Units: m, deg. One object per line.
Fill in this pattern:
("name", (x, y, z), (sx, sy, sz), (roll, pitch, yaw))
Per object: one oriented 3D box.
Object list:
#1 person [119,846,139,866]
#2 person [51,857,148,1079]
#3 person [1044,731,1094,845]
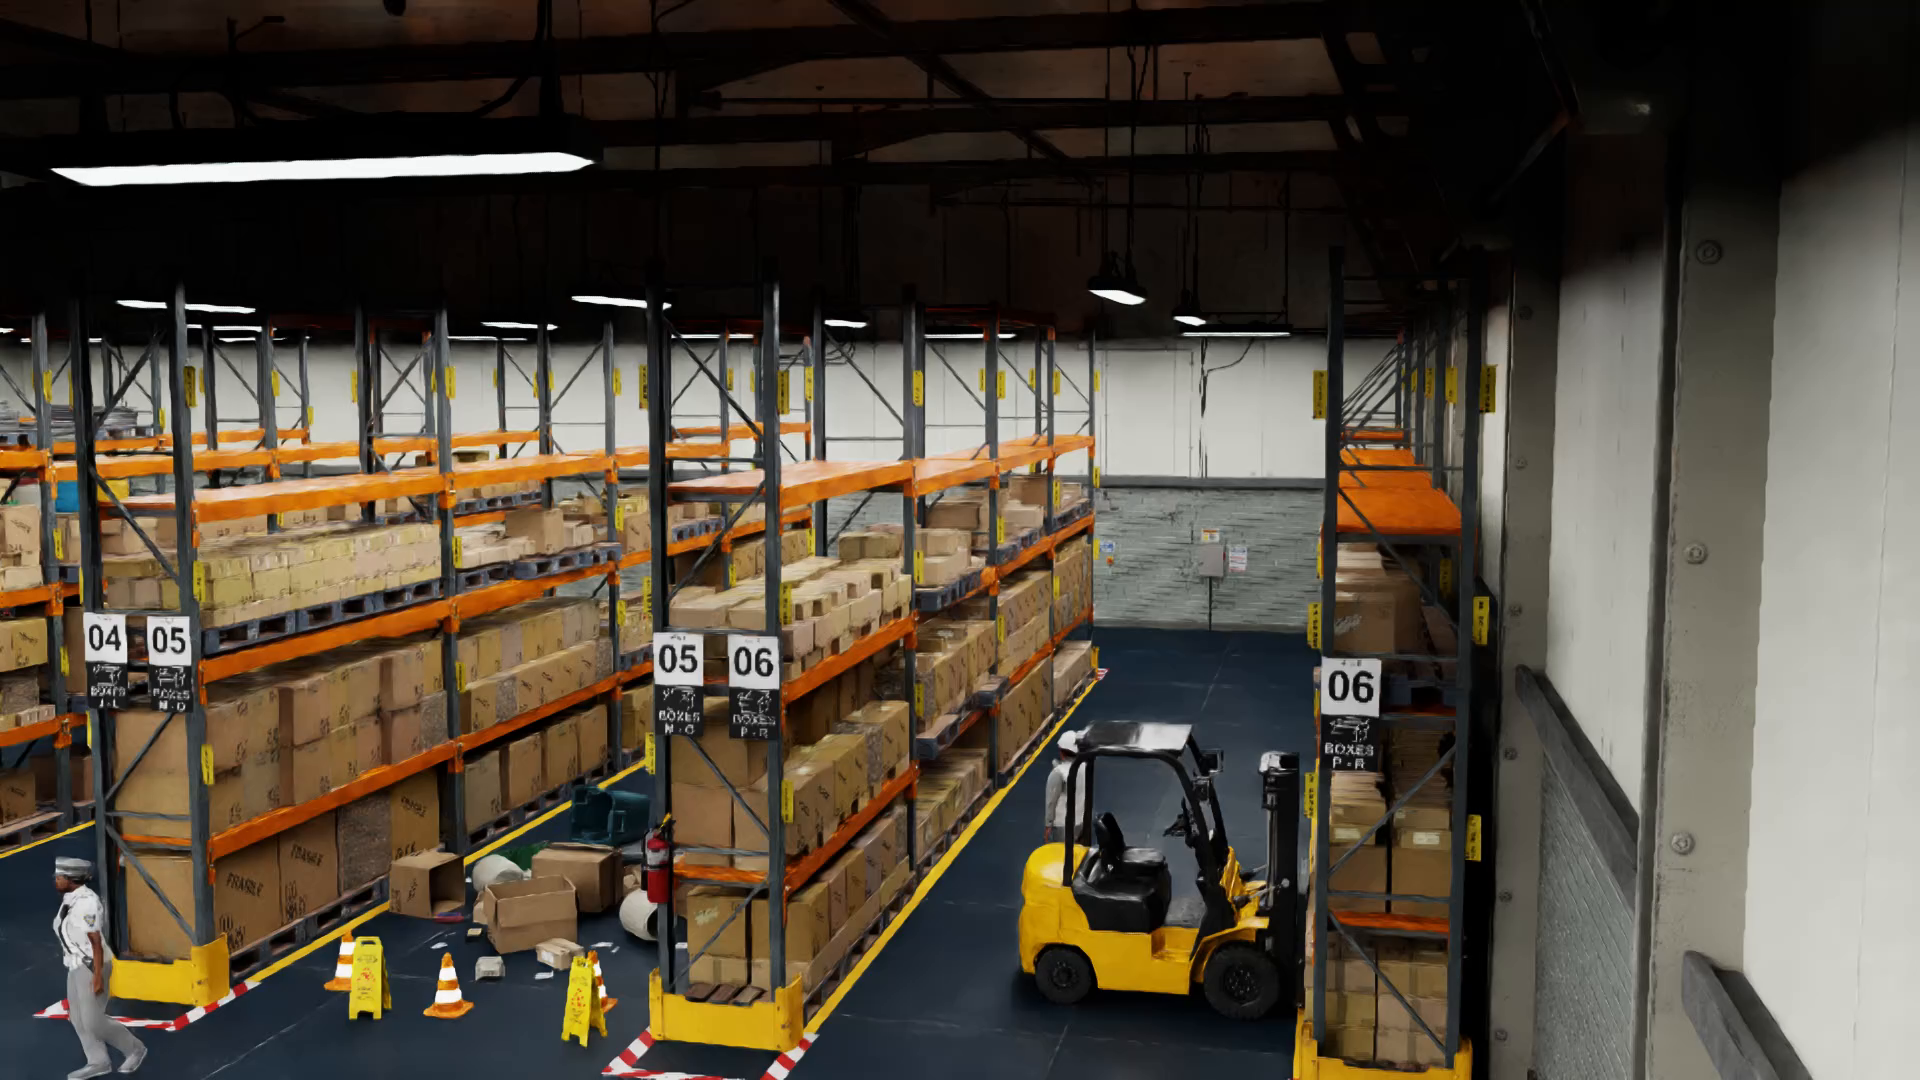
("person", (-8.434, 2.544, 17.465), (0.571, 1.705, 1.043), (2, 6, 22))
("person", (-6.296, 3.116, 12.173), (0.548, 1.663, 0.520), (-5, 8, -40))
("person", (1.015, 2.677, 15.770), (0.576, 1.768, 0.626), (6, 8, 43))
